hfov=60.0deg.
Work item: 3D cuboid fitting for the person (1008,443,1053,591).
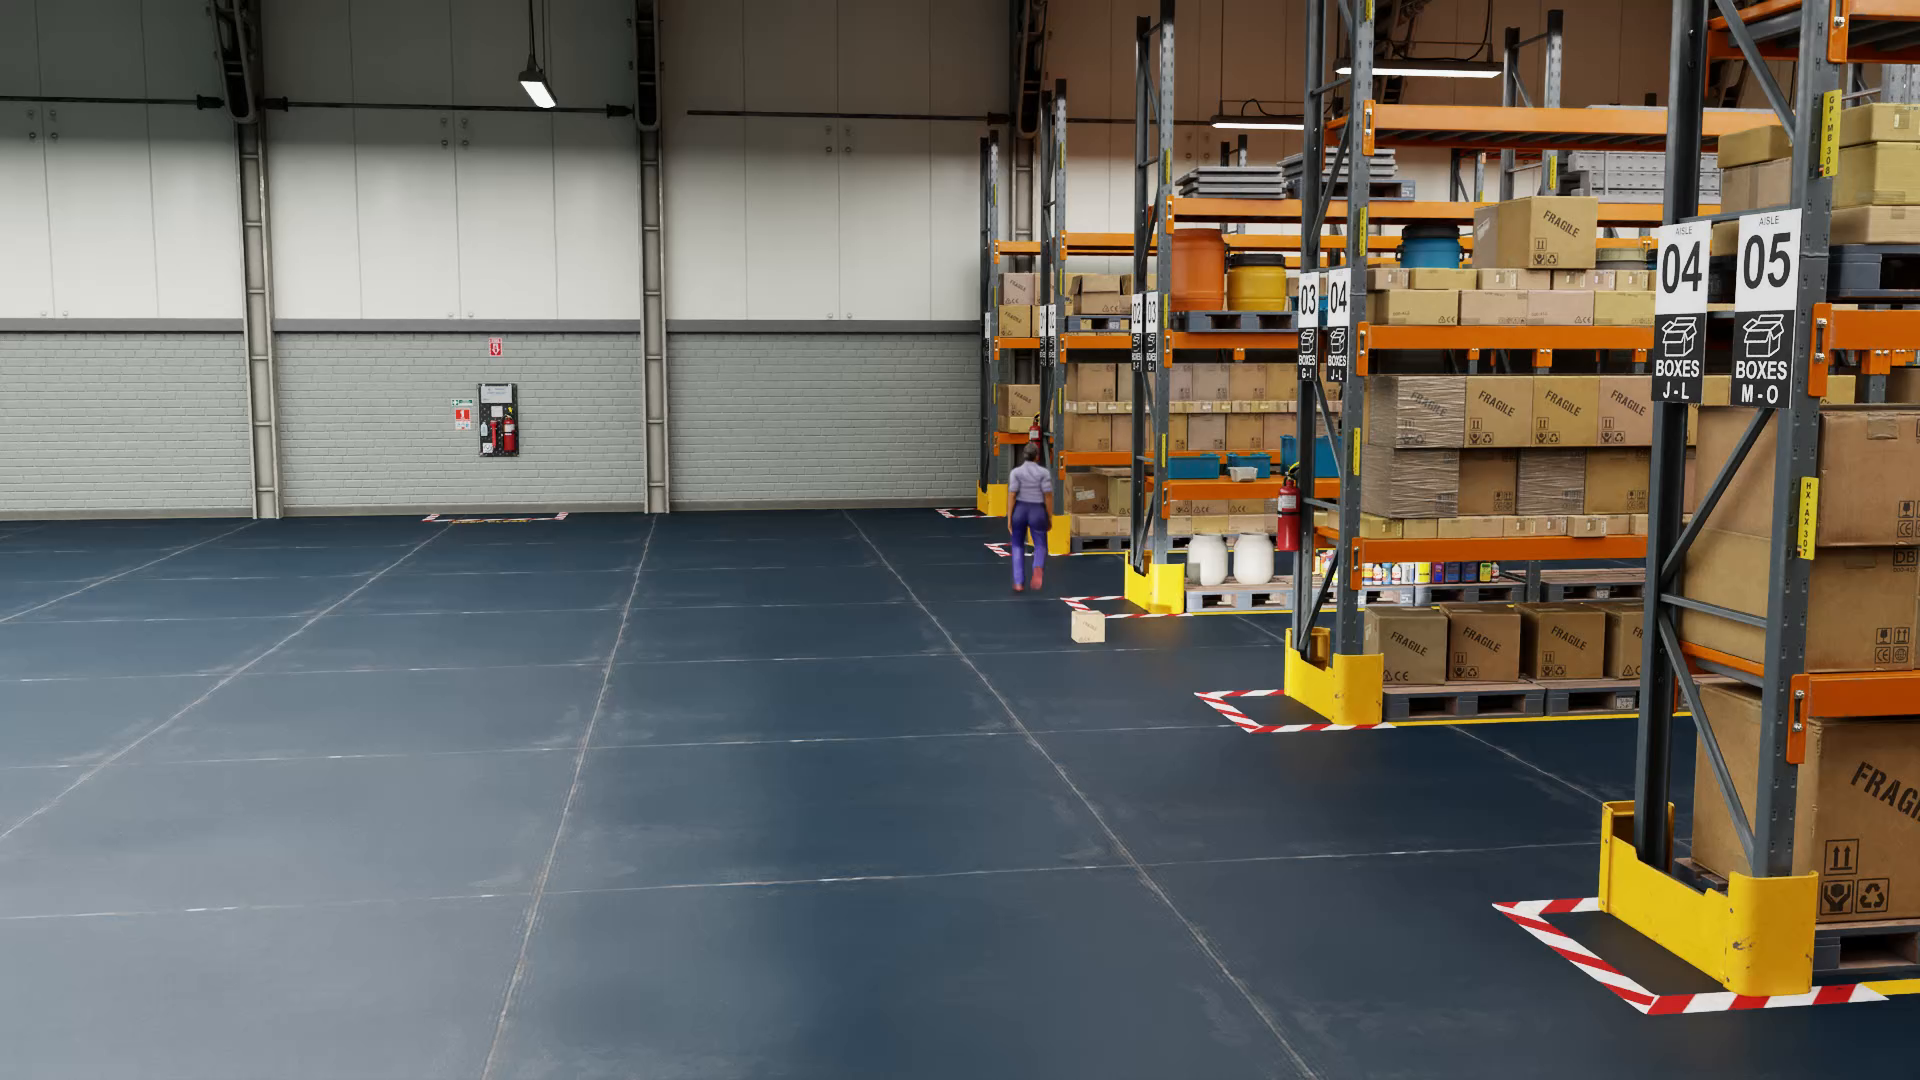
[{"bbox_3d":[0.755,-0.231,17.825,0.490,1.596,0.776,0,7,1],"label":"person"}]
